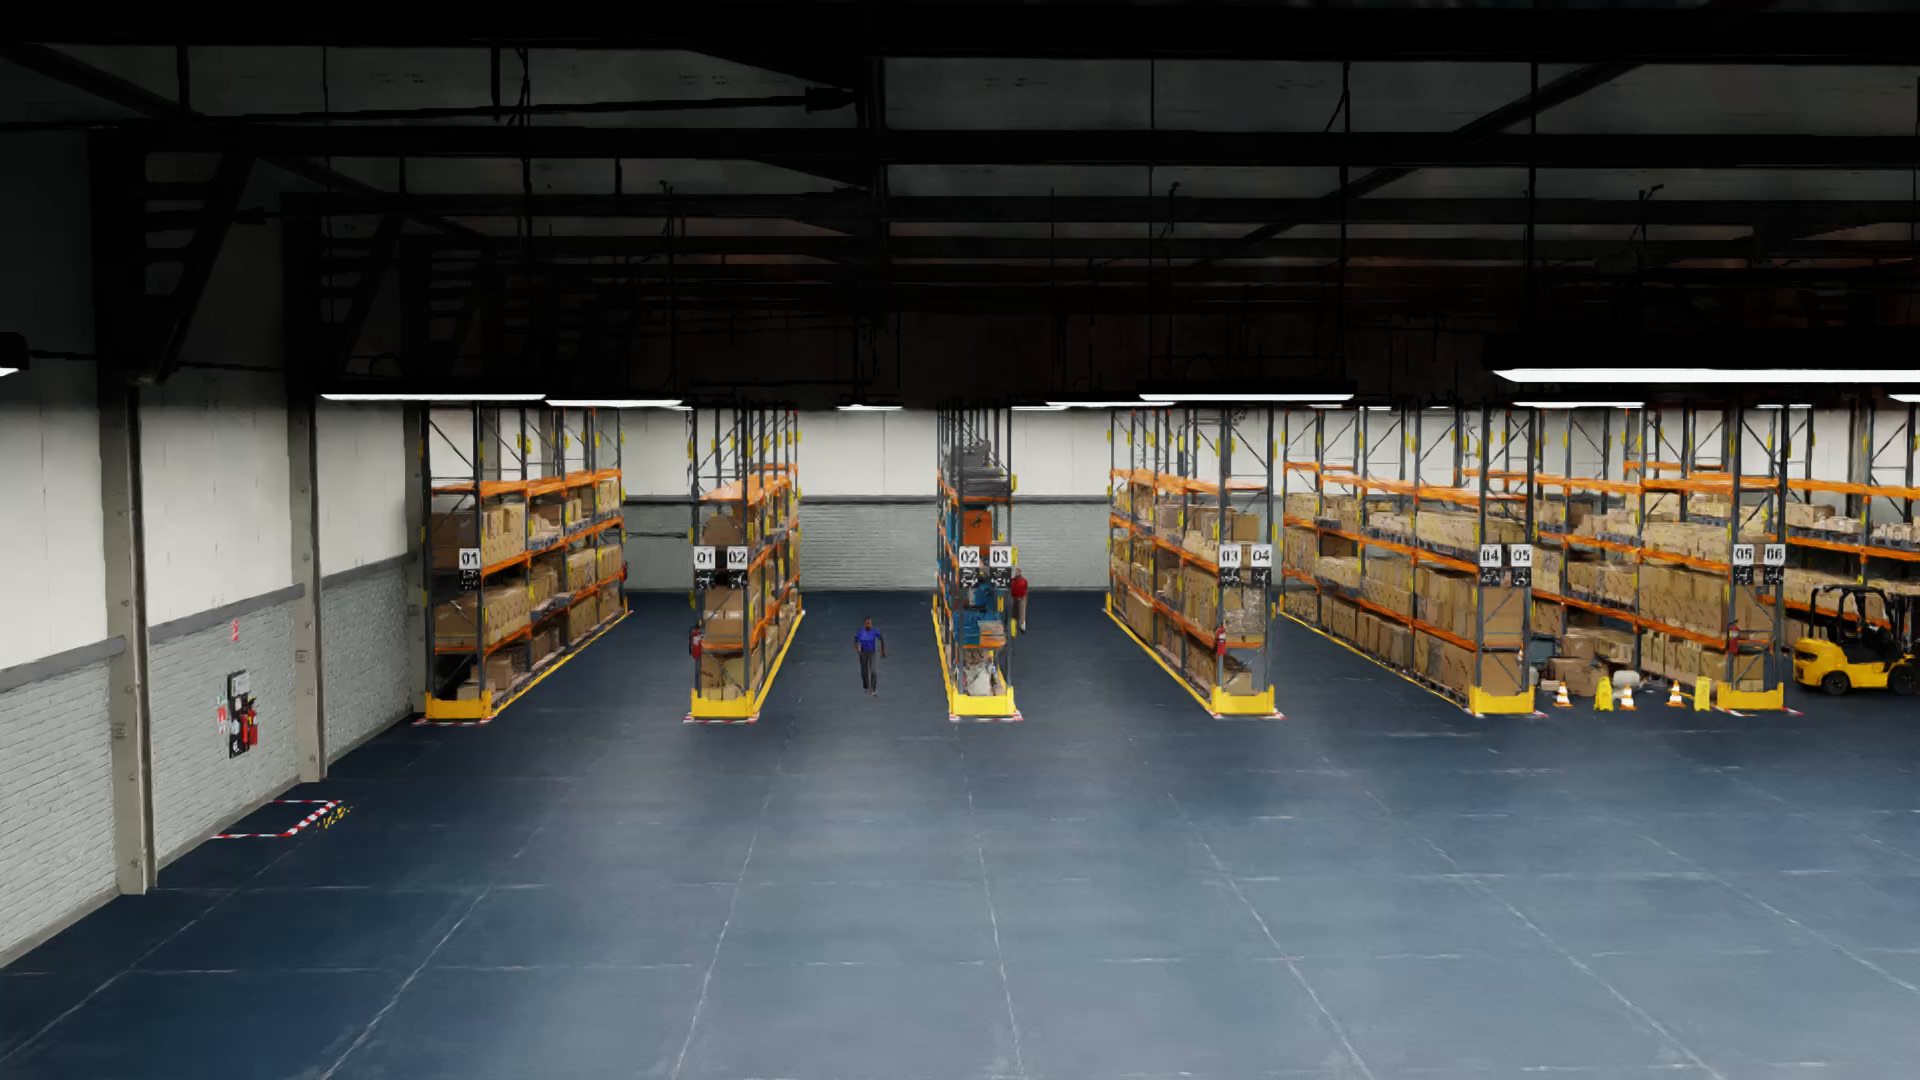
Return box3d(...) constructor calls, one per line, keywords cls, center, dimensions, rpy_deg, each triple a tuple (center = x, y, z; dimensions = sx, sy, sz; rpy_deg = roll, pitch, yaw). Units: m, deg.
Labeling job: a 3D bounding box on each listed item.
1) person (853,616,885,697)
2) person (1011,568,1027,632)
box3d(cls="person", center=(-1.848, 2.336, 33.672), dimensions=(0.609, 1.583, 0.807), rpy_deg=(0, 4, 3))
box3d(cls="person", center=(1.488, 1.551, 43.173), dimensions=(0.542, 1.645, 1.126), rpy_deg=(0, 4, 0))
